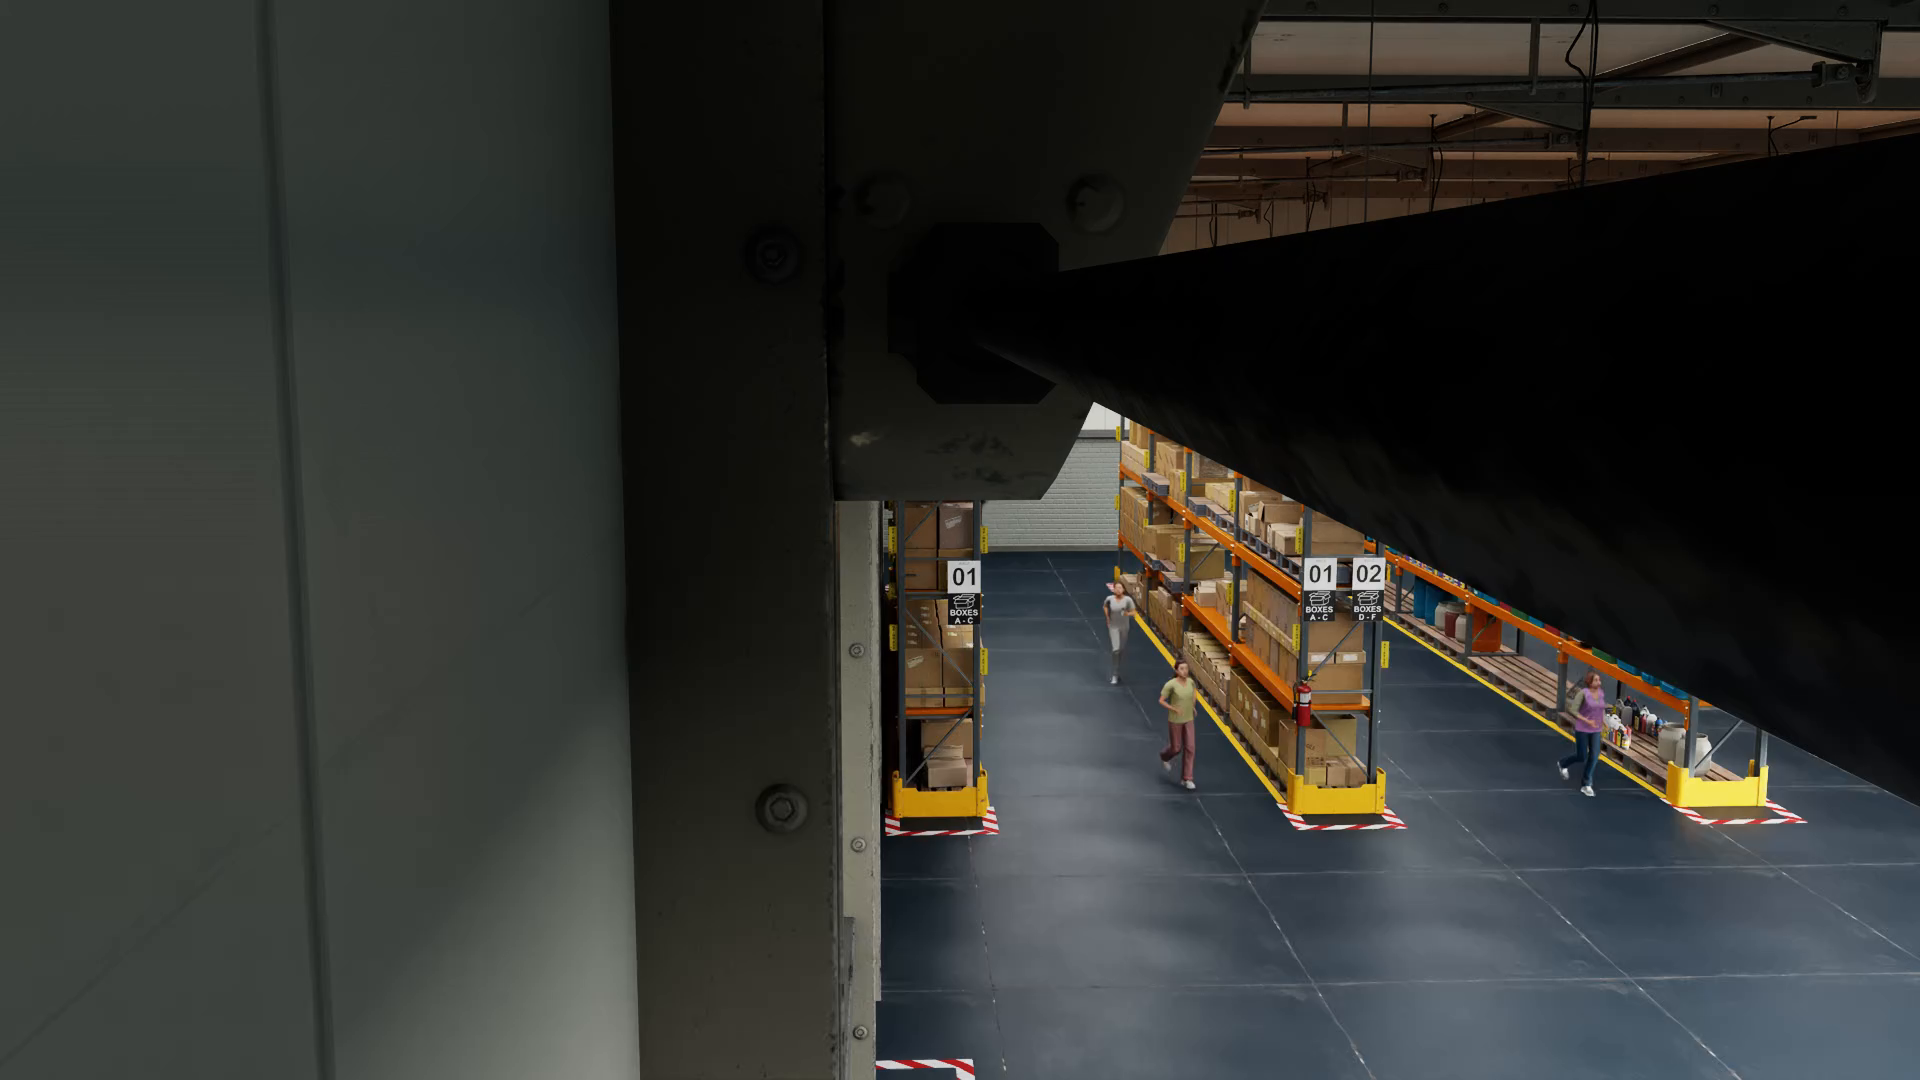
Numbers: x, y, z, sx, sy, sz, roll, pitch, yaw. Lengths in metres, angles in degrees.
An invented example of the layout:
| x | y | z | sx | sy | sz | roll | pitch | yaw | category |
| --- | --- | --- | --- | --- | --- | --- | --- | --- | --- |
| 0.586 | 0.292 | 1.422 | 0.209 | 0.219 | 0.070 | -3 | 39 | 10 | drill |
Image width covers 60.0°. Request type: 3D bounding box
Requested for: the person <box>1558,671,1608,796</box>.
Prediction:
| x | y | z | sx | sy | sz | roll | pitch | yaw | category |
| --- | --- | --- | --- | --- | --- | --- | --- | --- | --- |
| 8.126 | 2.469 | 21.542 | 0.551 | 1.571 | 0.735 | -2 | 8 | -15 | person |

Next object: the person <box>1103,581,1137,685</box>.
| x | y | z | sx | sy | sz | roll | pitch | yaw | category |
| --- | --- | --- | --- | --- | --- | --- | --- | --- | --- |
| 2.671 | 1.527 | 27.794 | 0.539 | 1.731 | 0.762 | 0 | 8 | 1 | person |

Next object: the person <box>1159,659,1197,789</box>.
| x | y | z | sx | sy | sz | roll | pitch | yaw | category |
| --- | --- | --- | --- | --- | --- | --- | --- | --- | --- |
| 2.888 | 2.367 | 21.787 | 0.590 | 1.643 | 0.880 | -3 | 9 | -18 | person |
